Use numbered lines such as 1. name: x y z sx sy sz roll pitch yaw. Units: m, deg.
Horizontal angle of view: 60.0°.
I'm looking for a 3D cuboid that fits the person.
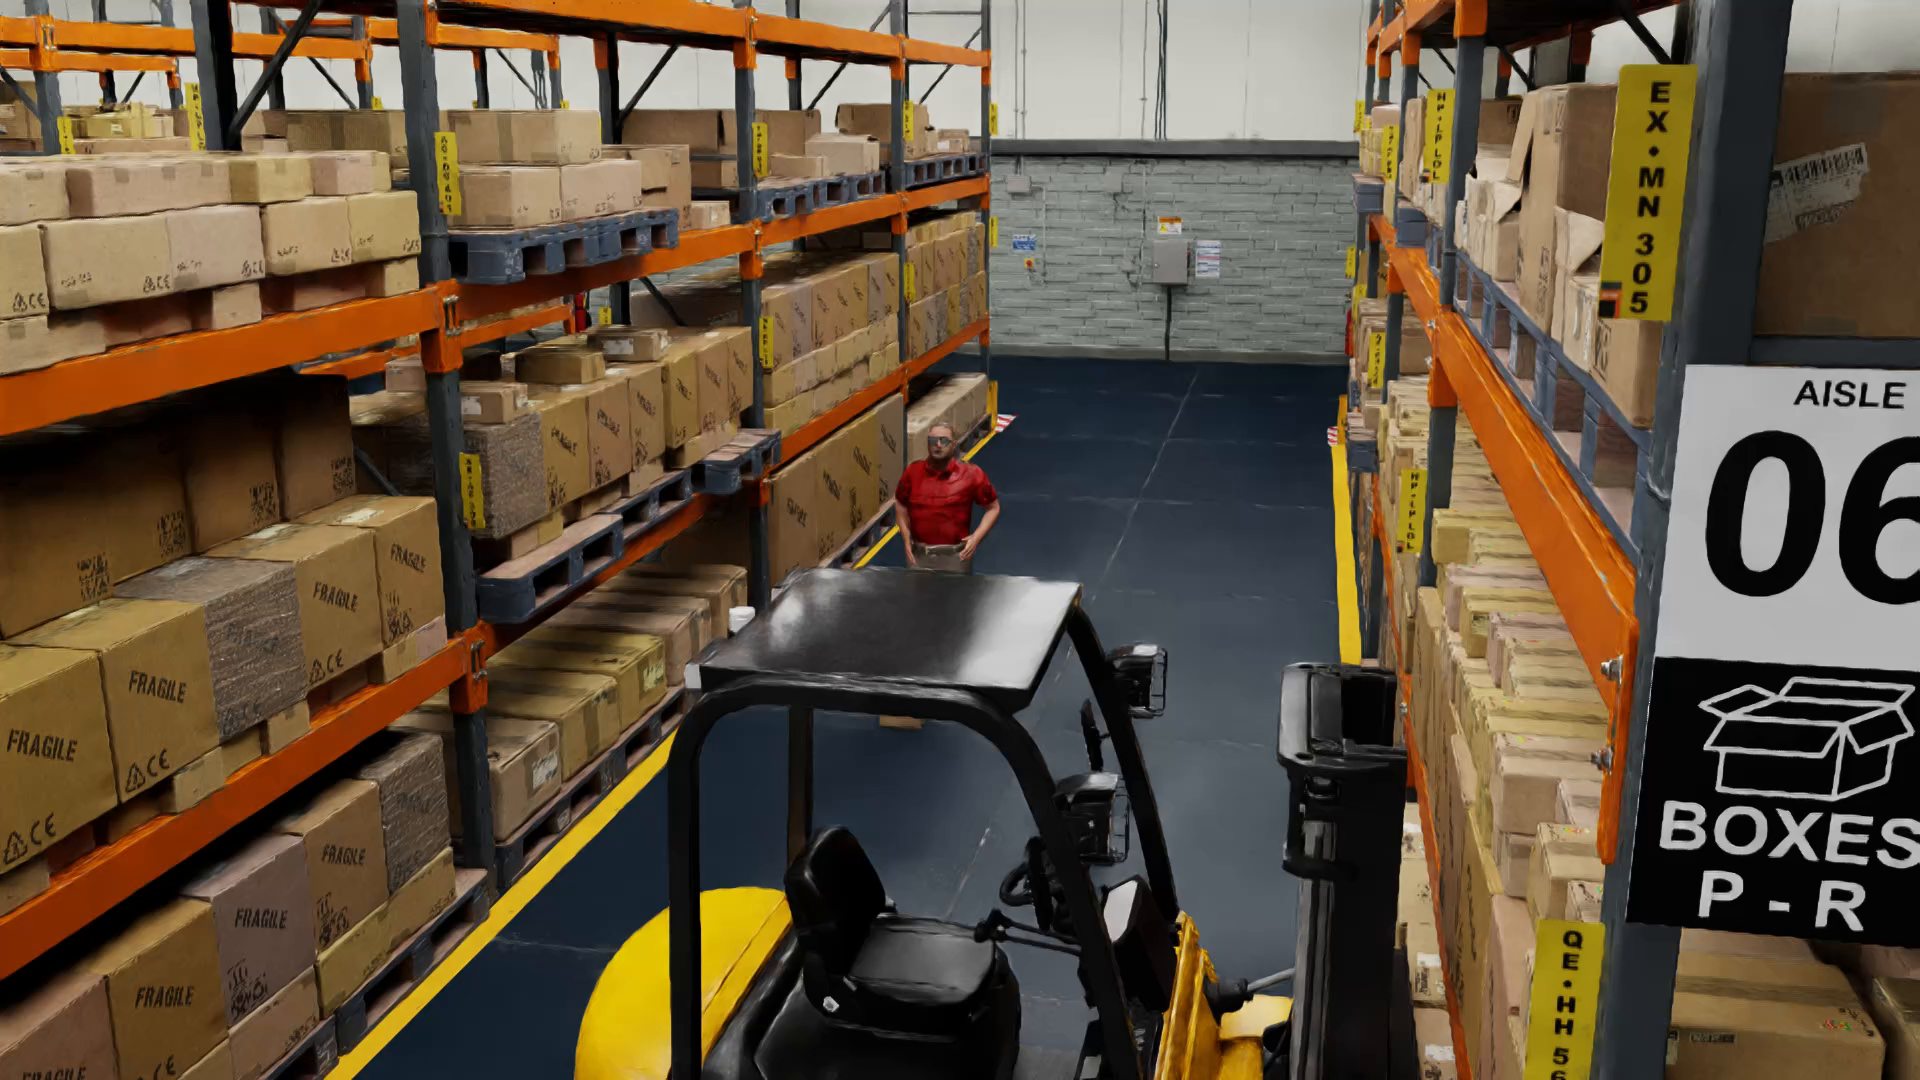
1. person: -0.105 0.117 10.146 0.678 1.693 0.638 4 15 13
